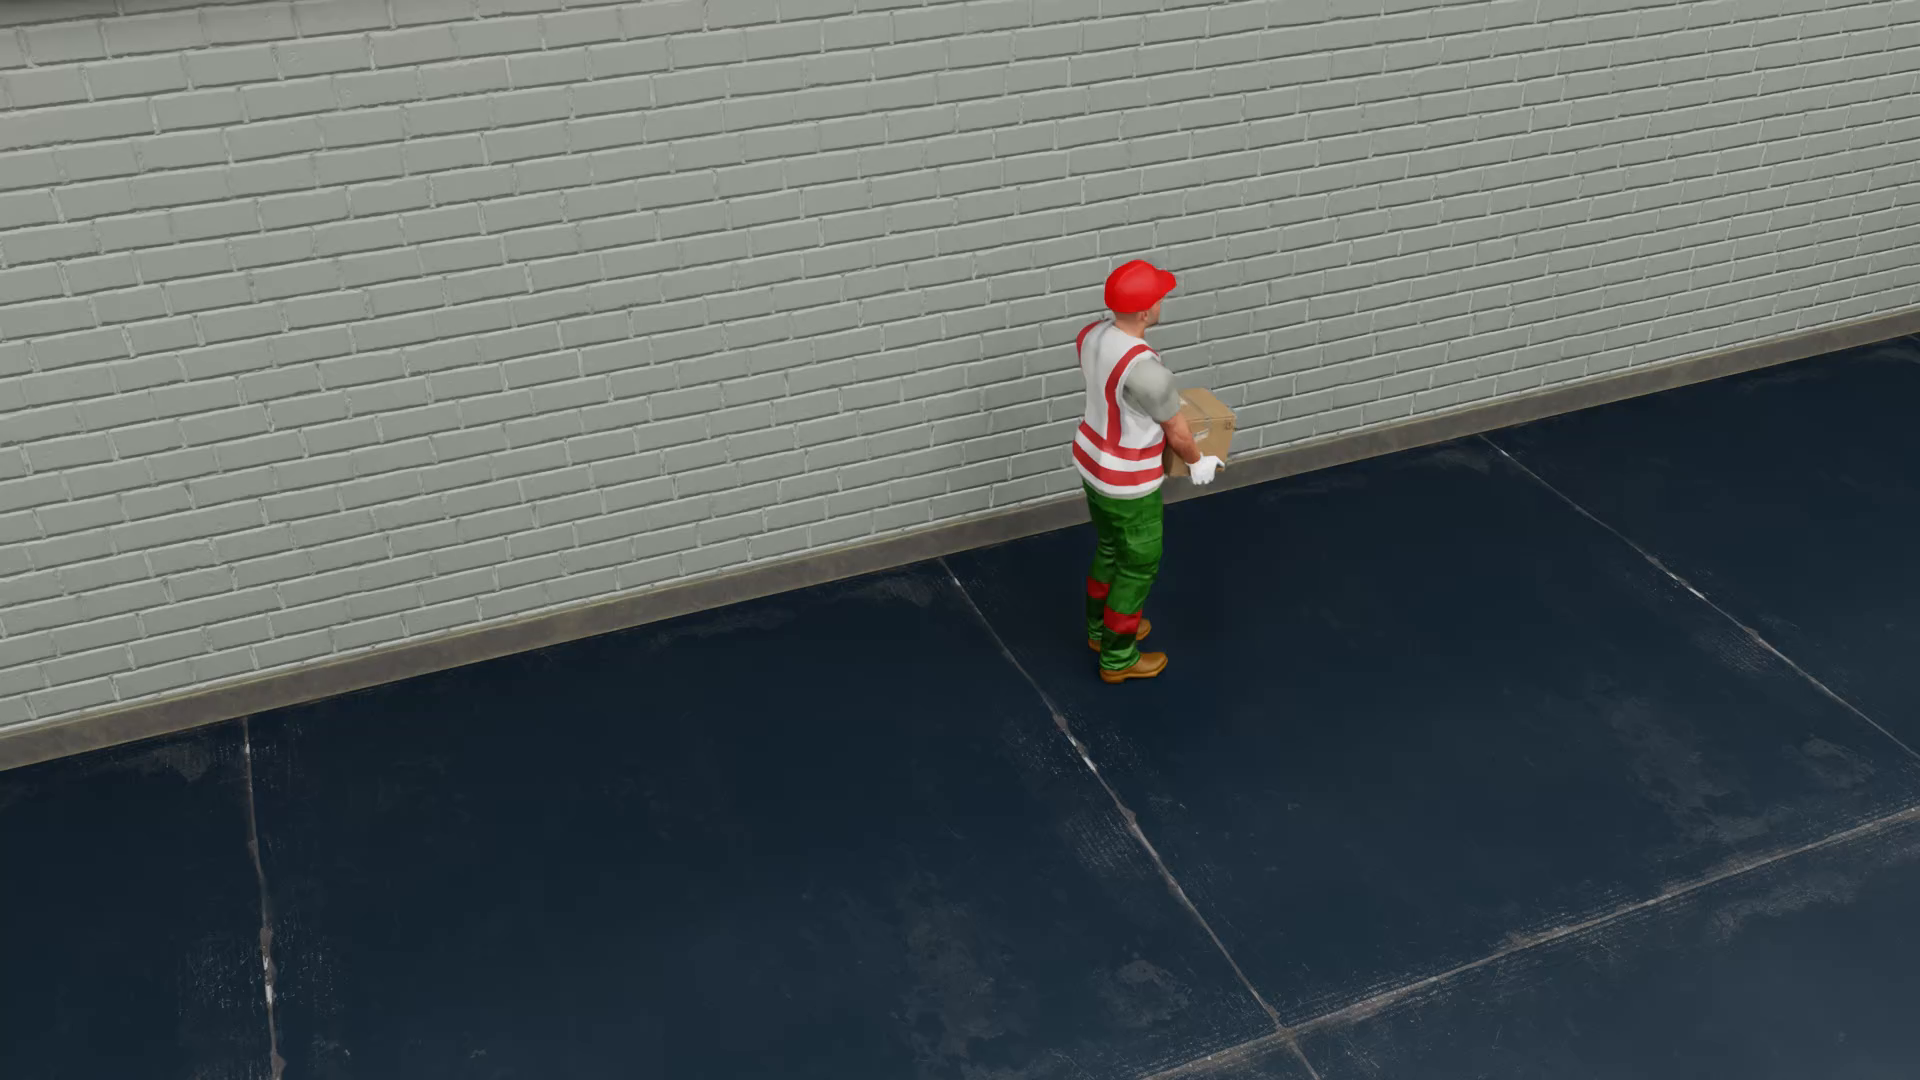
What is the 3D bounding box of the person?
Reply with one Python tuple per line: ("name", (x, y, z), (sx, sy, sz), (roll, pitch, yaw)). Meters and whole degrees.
("person", (0.723, -0.282, 6.549), (0.556, 1.786, 0.495), (-13, 35, -20))
